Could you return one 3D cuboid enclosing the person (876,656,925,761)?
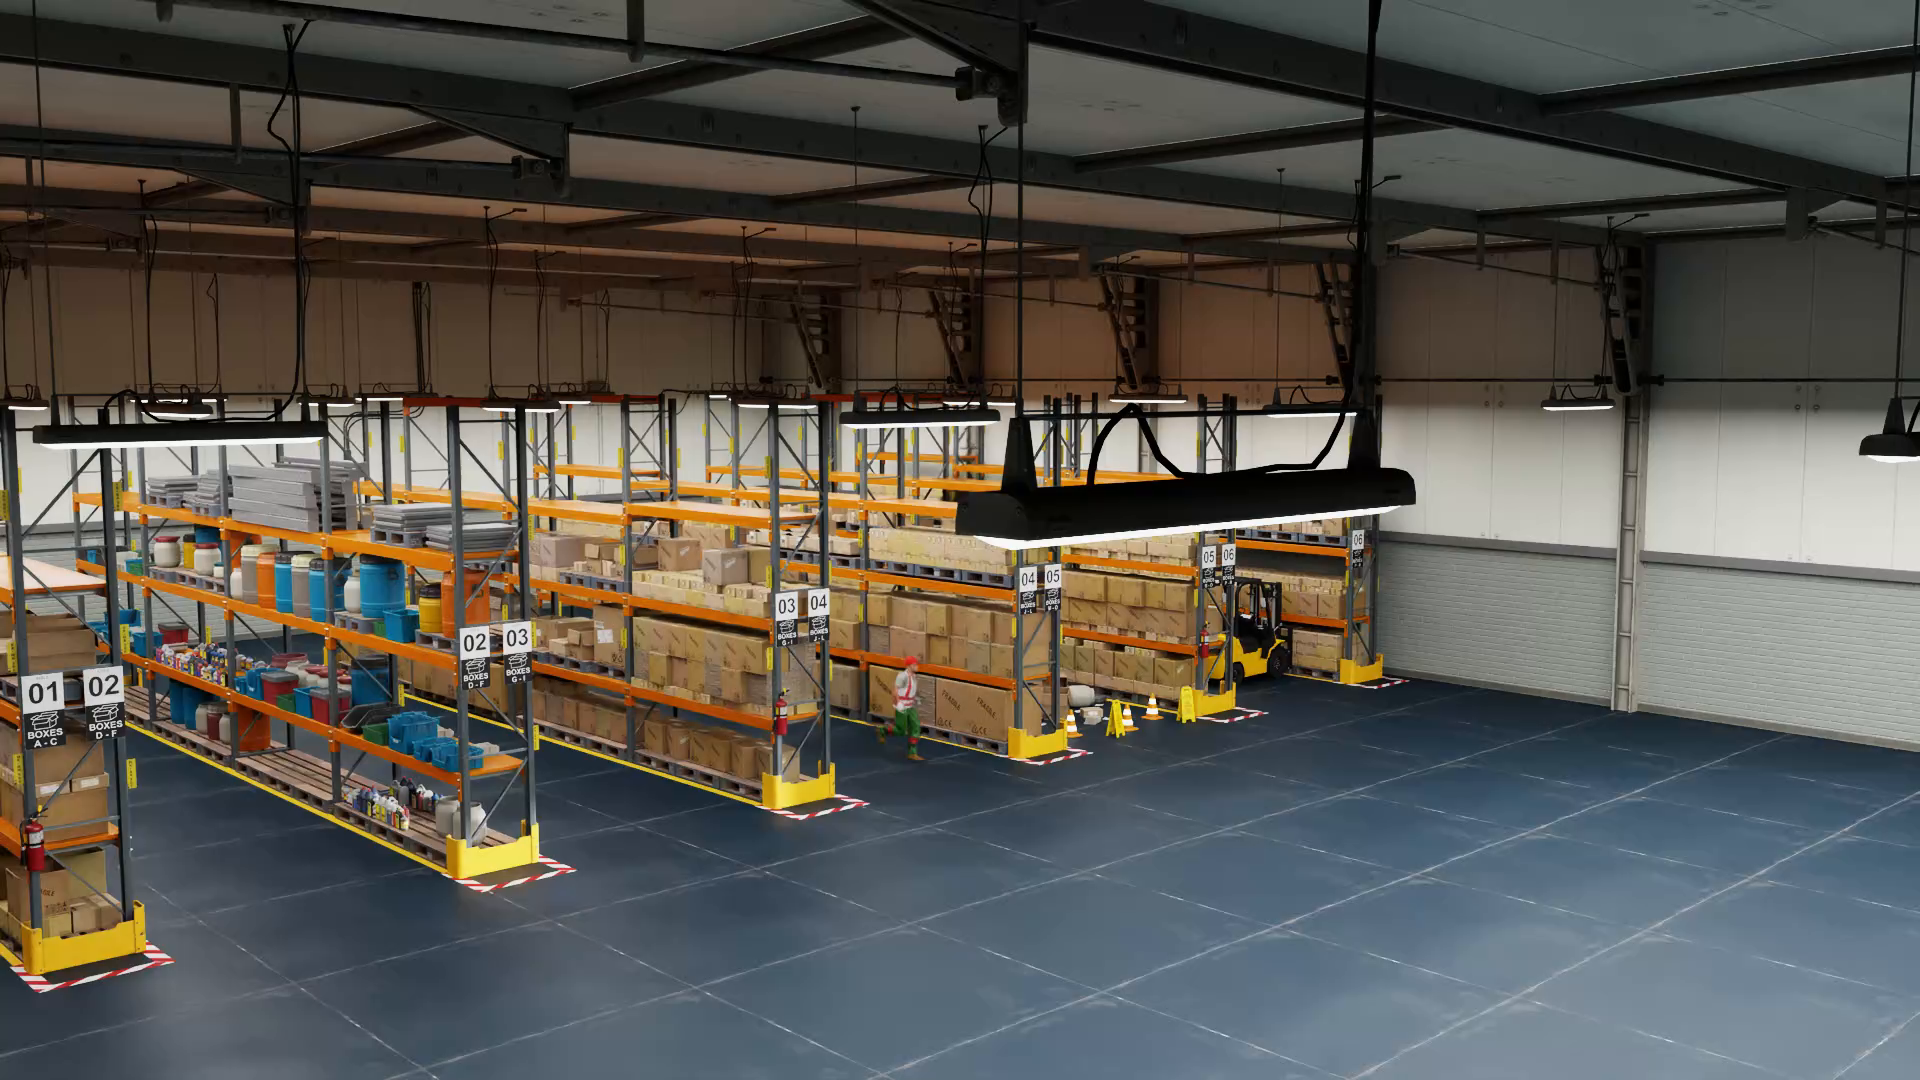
[{"bbox_3d":[-0.983,2.798,27.781,0.895,1.759,0.662,3,6,25],"label":"person"}]
